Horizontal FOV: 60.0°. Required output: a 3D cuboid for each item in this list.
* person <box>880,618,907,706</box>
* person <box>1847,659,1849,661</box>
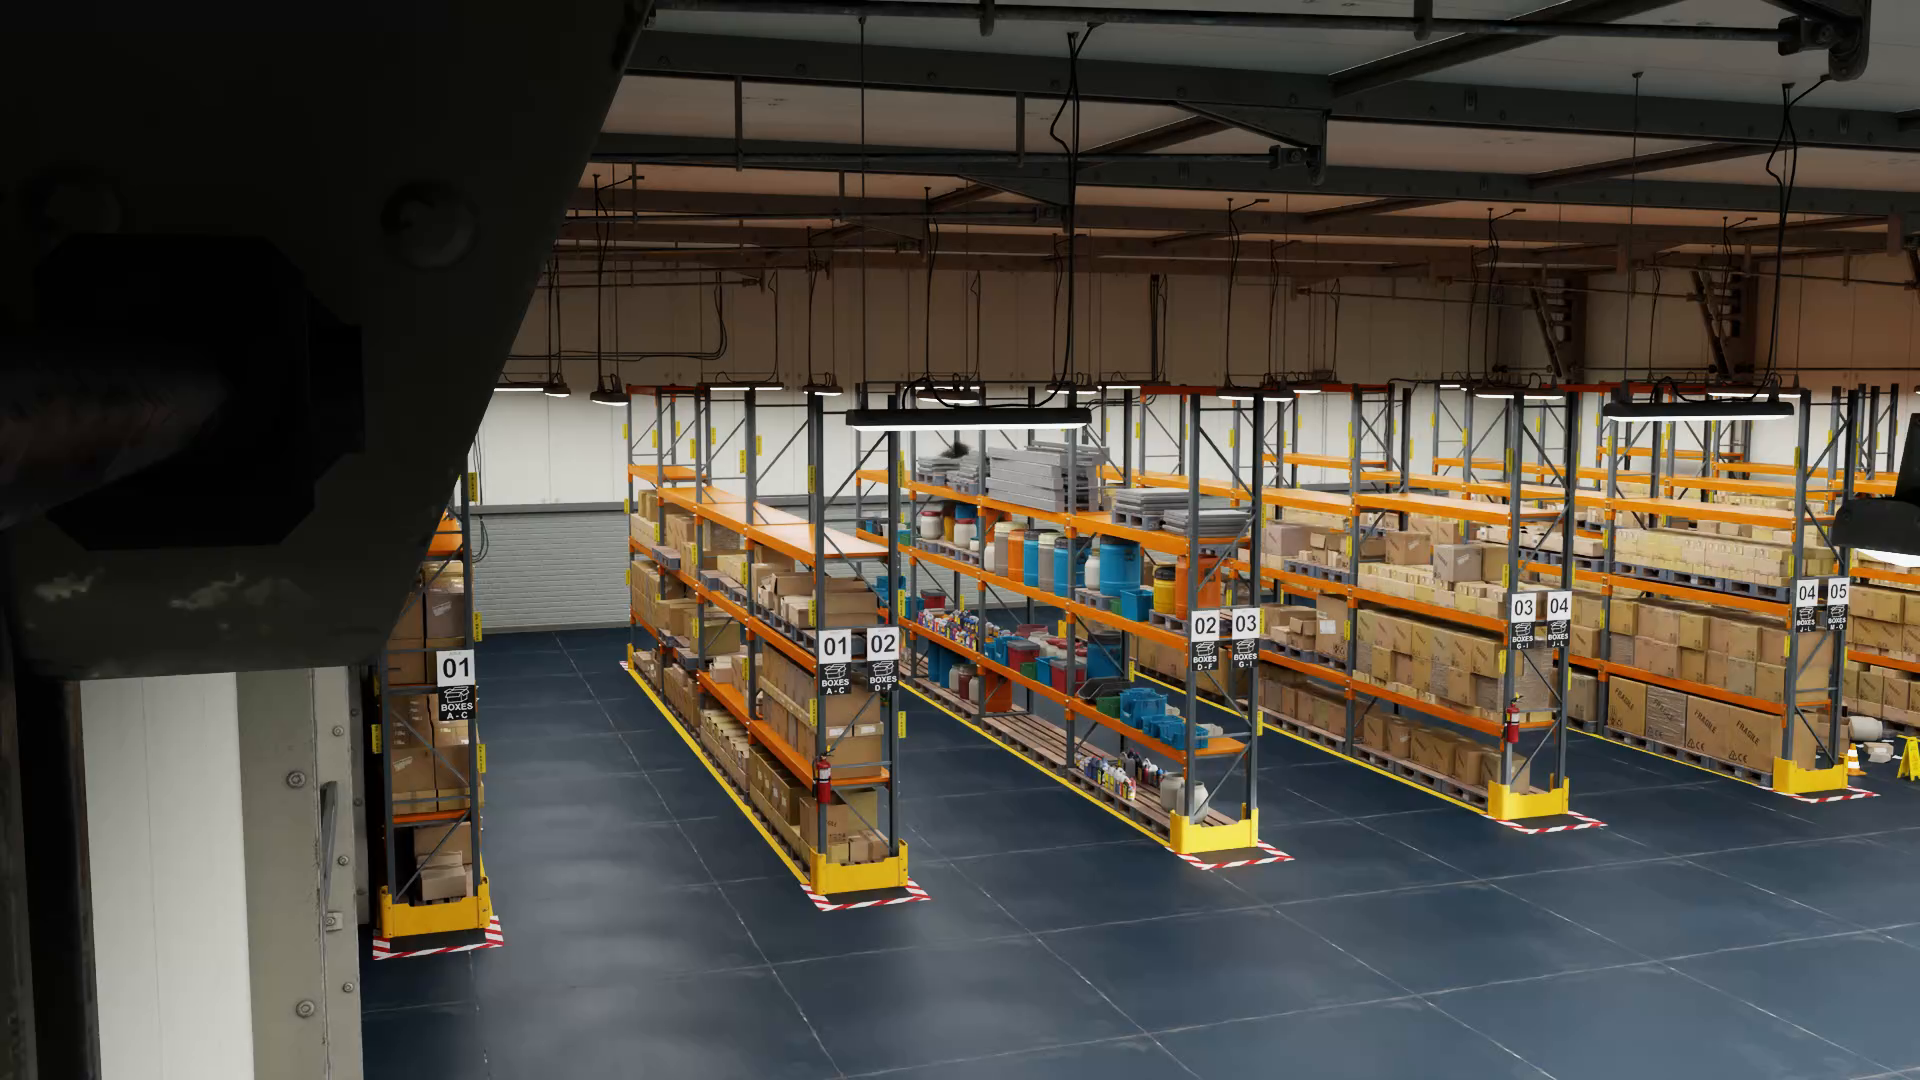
[{"bbox_3d":[-1.367,2.264,31.275,0.683,1.704,0.916,-5,8,-43],"label":"person"},{"bbox_3d":[17.773,2.010,33.723,0.610,1.665,0.870,-3,6,-24],"label":"person"}]
